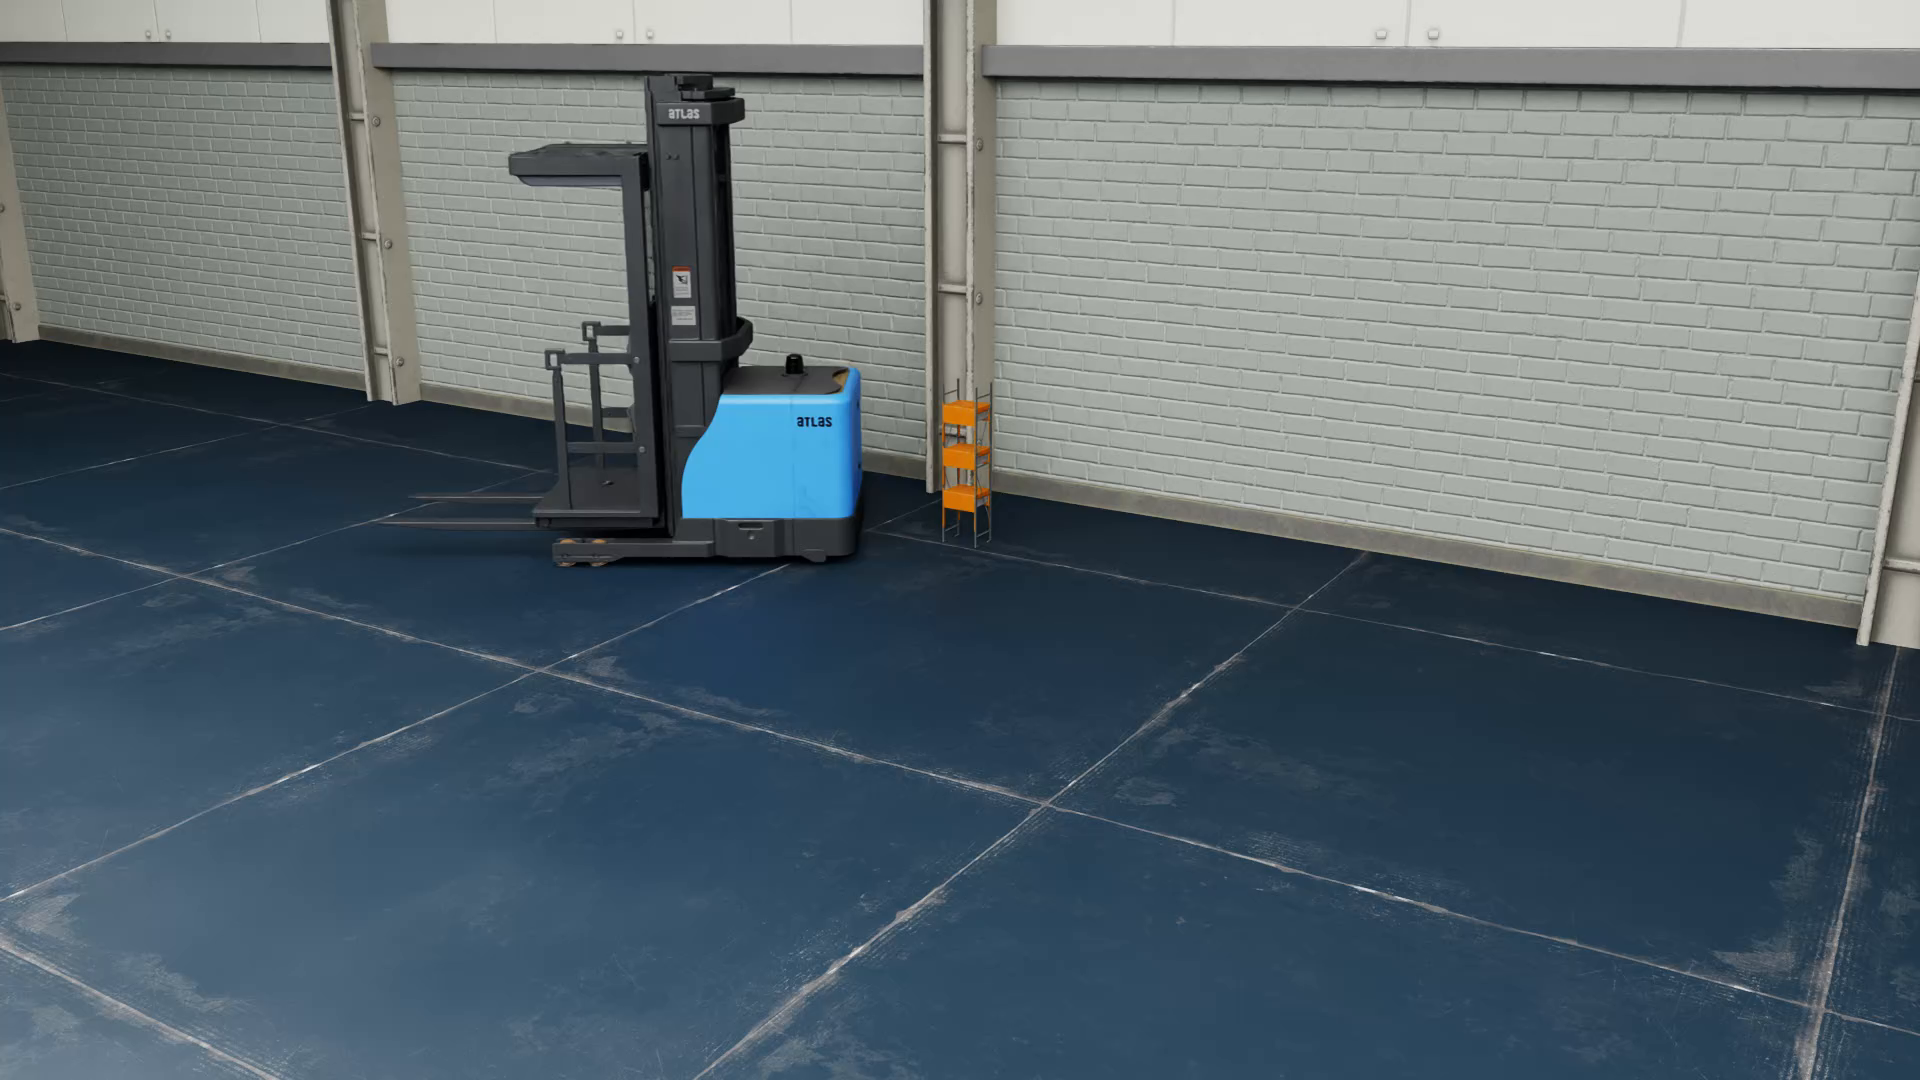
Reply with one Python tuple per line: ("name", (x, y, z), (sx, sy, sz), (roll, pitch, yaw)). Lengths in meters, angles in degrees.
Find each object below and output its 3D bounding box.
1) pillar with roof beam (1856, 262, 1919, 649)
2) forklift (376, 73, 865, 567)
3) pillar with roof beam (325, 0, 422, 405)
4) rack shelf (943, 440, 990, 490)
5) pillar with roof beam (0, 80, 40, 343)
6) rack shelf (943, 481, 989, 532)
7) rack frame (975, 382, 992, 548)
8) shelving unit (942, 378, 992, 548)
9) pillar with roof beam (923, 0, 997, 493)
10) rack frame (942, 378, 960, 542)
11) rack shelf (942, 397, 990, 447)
("pillar with roof beam", (2.860, -2.683, 4.232), (0.400, 9.000, 9.100), (10, 20, 30))
("forklift", (-2.160, -1.390, 10.415), (3.031, 2.935, 1.130), (0, 17, 0))
("pillar with roof beam", (-7.366, -4.509, 10.241), (0.400, 9.000, 9.100), (10, 20, 30))
("rack shelf", (0.046, -0.484, 10.705), (0.240, 0.259, 0.215), (10, 20, 30))
("pillar with roof beam", (-12.478, -5.421, 13.246), (0.400, 9.000, 9.100), (10, 20, 30))
("rack shelf", (0.046, -0.218, 10.786), (0.240, 0.259, 0.215), (10, 20, 30))
("rack frame", (0.150, -0.476, 10.641), (0.008, 1.050, 0.200), (10, 20, 30))
("shelving unit", (0.046, -0.494, 10.702), (0.252, 1.050, 0.215), (10, 20, 30))
("pillar with roof beam", (-2.253, -3.596, 7.237), (0.400, 9.000, 9.100), (10, 20, 30))
("rack frame", (-0.058, -0.513, 10.763), (0.008, 1.050, 0.200), (10, 20, 30))
("rack shelf", (0.046, -0.756, 10.622), (0.240, 0.259, 0.215), (10, 20, 30))
